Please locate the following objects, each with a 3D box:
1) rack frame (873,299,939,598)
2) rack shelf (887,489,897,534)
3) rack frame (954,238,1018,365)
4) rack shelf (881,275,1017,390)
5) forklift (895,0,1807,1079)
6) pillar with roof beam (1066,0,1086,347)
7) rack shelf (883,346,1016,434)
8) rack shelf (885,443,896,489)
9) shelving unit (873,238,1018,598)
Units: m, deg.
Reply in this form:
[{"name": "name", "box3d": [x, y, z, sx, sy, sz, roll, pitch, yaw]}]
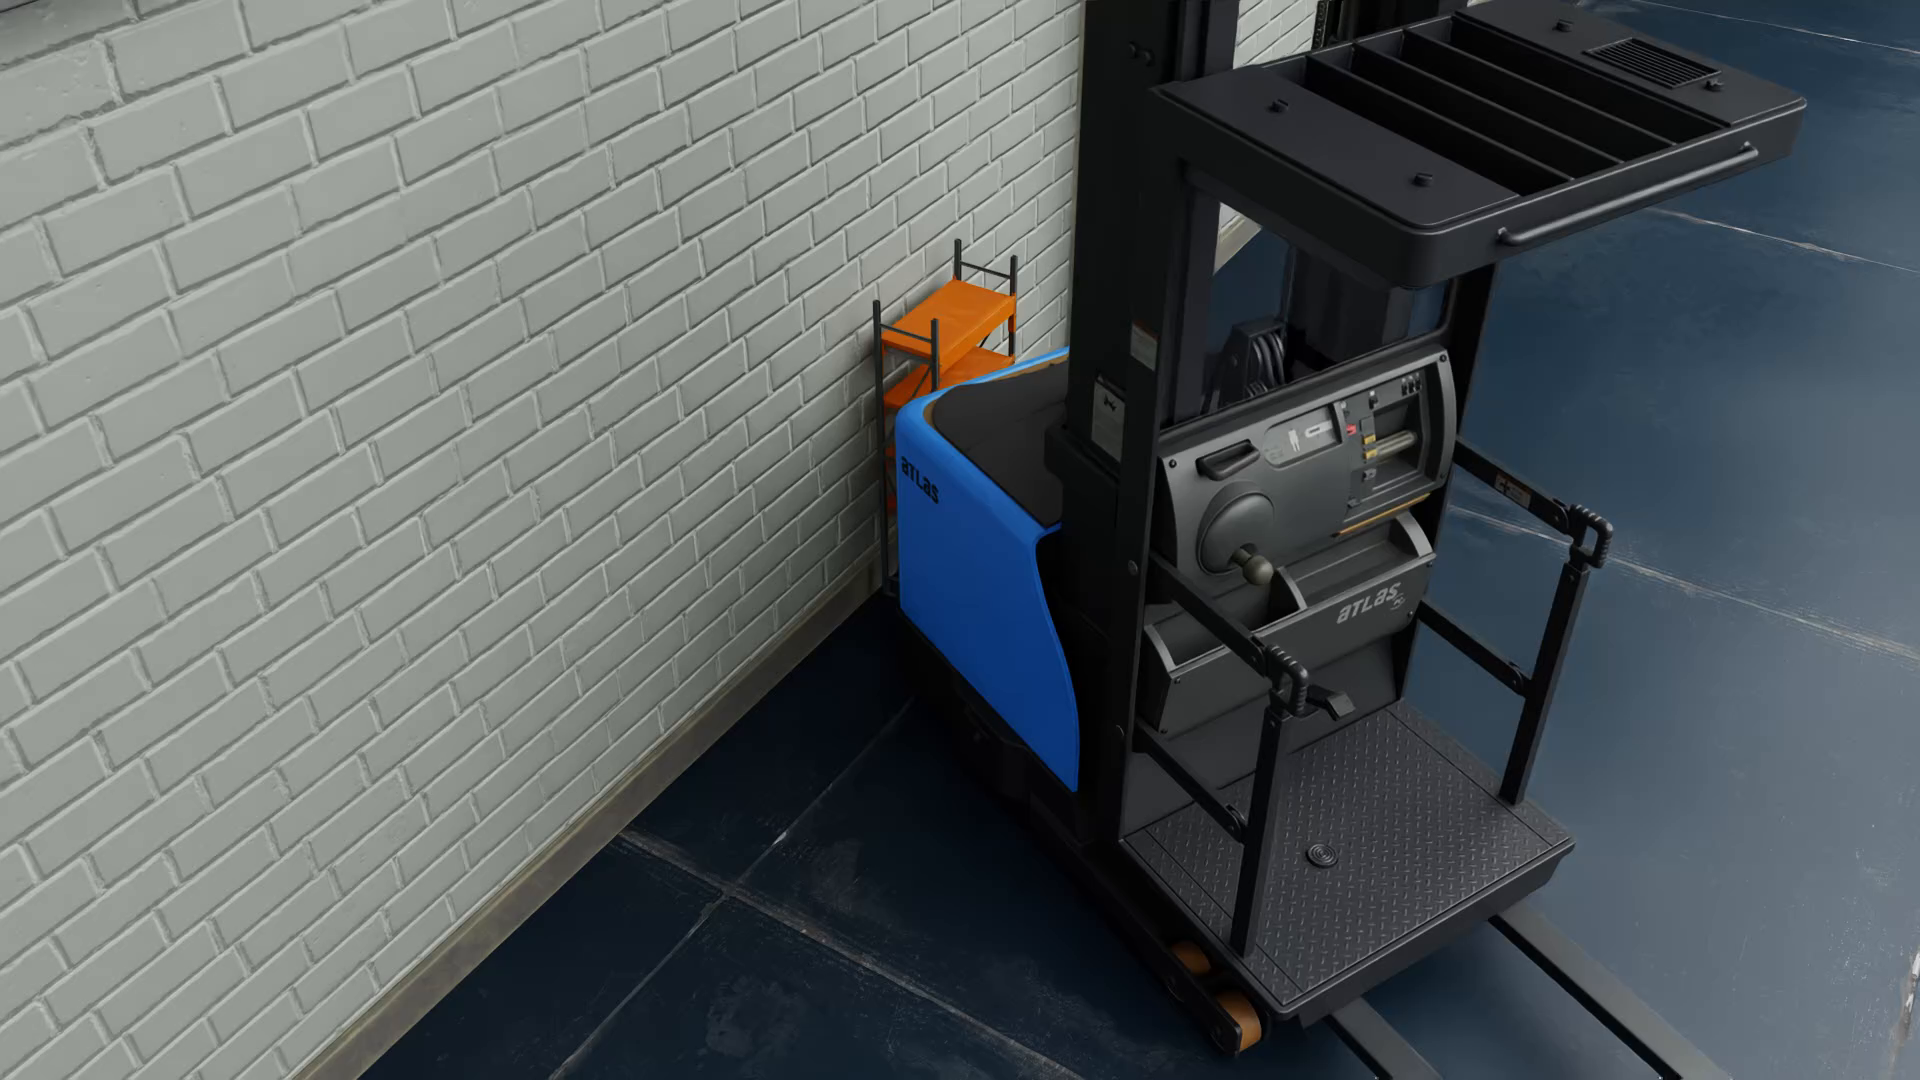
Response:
[{"name": "rack frame", "box3d": [-0.172, -0.247, 5.587, 0.240, 1.200, 0.015, 21, 42, 25]}, {"name": "rack shelf", "box3d": [-0.044, -0.163, 5.914, 0.258, 0.148, 0.480, 21, 42, 25]}, {"name": "rack frame", "box3d": [0.085, -0.500, 5.915, 0.240, 1.200, 0.015, 21, 42, 25]}, {"name": "rack shelf", "box3d": [-0.043, -0.684, 5.511, 0.258, 0.148, 0.480, 21, 42, 25]}, {"name": "forklift", "box3d": [1.000, -0.119, 4.003, 1.130, 2.935, 3.031, -21, 42, -25]}, {"name": "pillar with roof beam", "box3d": [4.296, -2.768, 2.469, 9.100, 9.000, 0.400, 21, 42, 25]}, {"name": "rack shelf", "box3d": [-0.043, -0.497, 5.656, 0.258, 0.148, 0.480, 21, 42, 25]}, {"name": "rack shelf", "box3d": [-0.044, -0.320, 5.792, 0.258, 0.148, 0.480, 21, 42, 25]}, {"name": "shelving unit", "box3d": [-0.043, -0.373, 5.751, 0.258, 1.200, 0.503, 21, 42, 25]}]
